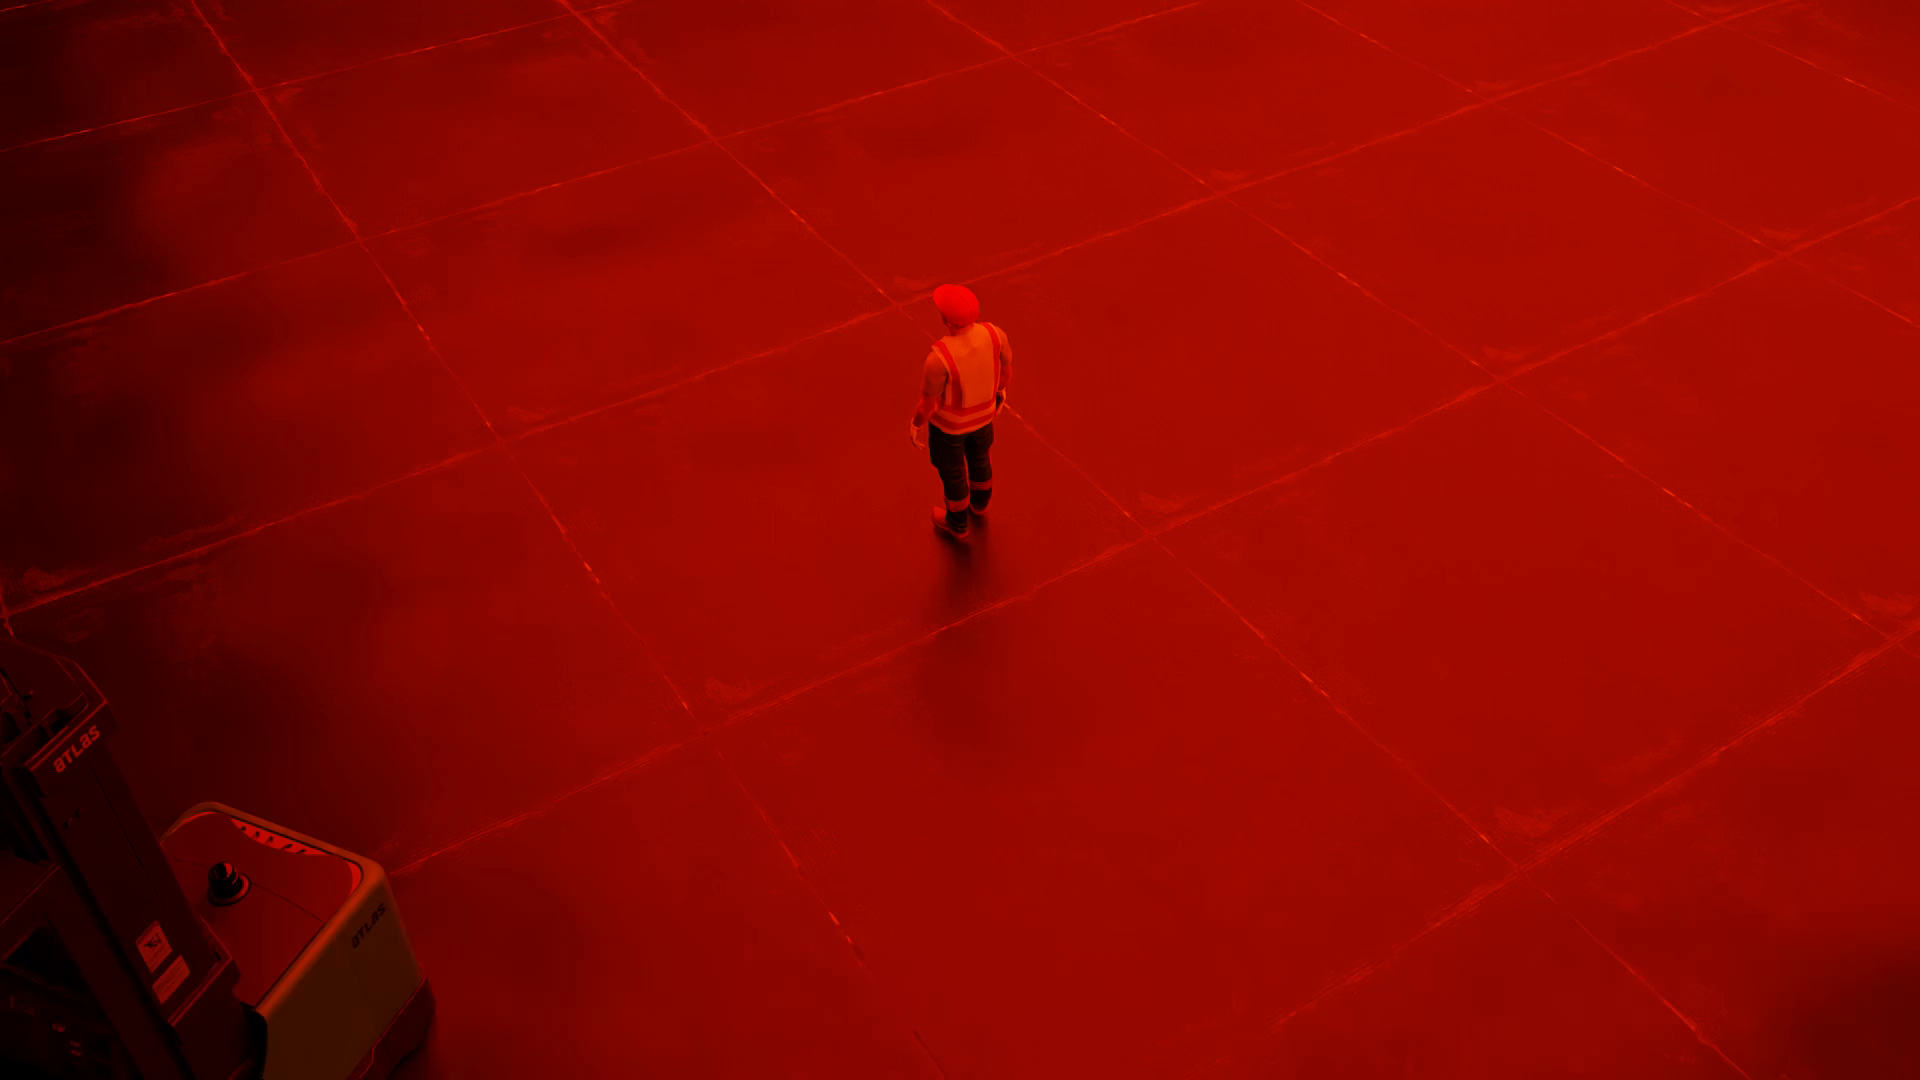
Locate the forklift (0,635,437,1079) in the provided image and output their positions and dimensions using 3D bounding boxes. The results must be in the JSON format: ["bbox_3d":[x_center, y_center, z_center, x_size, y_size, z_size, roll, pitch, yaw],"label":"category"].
[{"bbox_3d":[-3.410,1.834,5.773,1.130,2.935,3.031,15,43,17],"label":"forklift"}]

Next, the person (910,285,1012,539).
[{"bbox_3d":[-0.032,-0.758,9.534,0.637,1.787,0.564,-23,46,-24],"label":"person"}]
